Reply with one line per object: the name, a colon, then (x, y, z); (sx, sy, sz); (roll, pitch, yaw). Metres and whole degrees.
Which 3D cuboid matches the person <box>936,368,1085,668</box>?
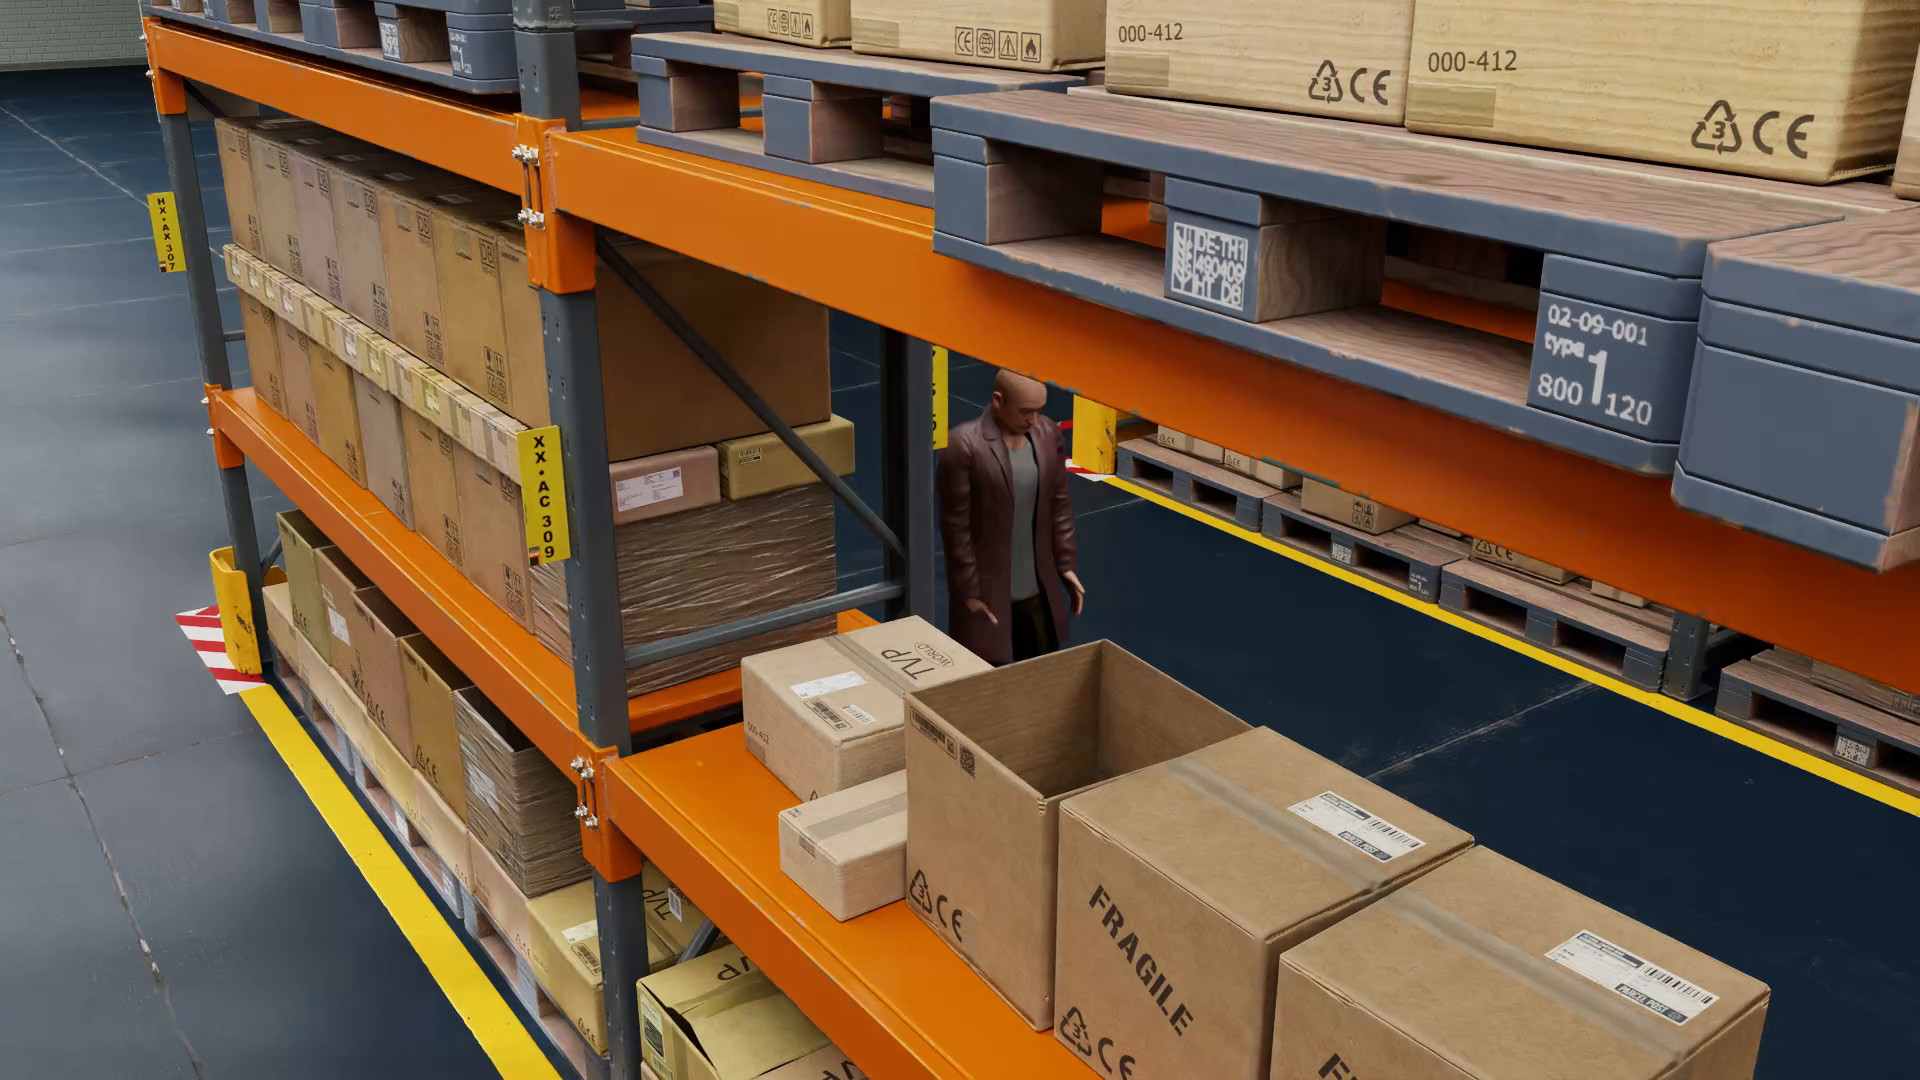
person: (0.193, 0.184, 6.171); (0.572, 1.759, 0.384); (-14, 25, -31)
